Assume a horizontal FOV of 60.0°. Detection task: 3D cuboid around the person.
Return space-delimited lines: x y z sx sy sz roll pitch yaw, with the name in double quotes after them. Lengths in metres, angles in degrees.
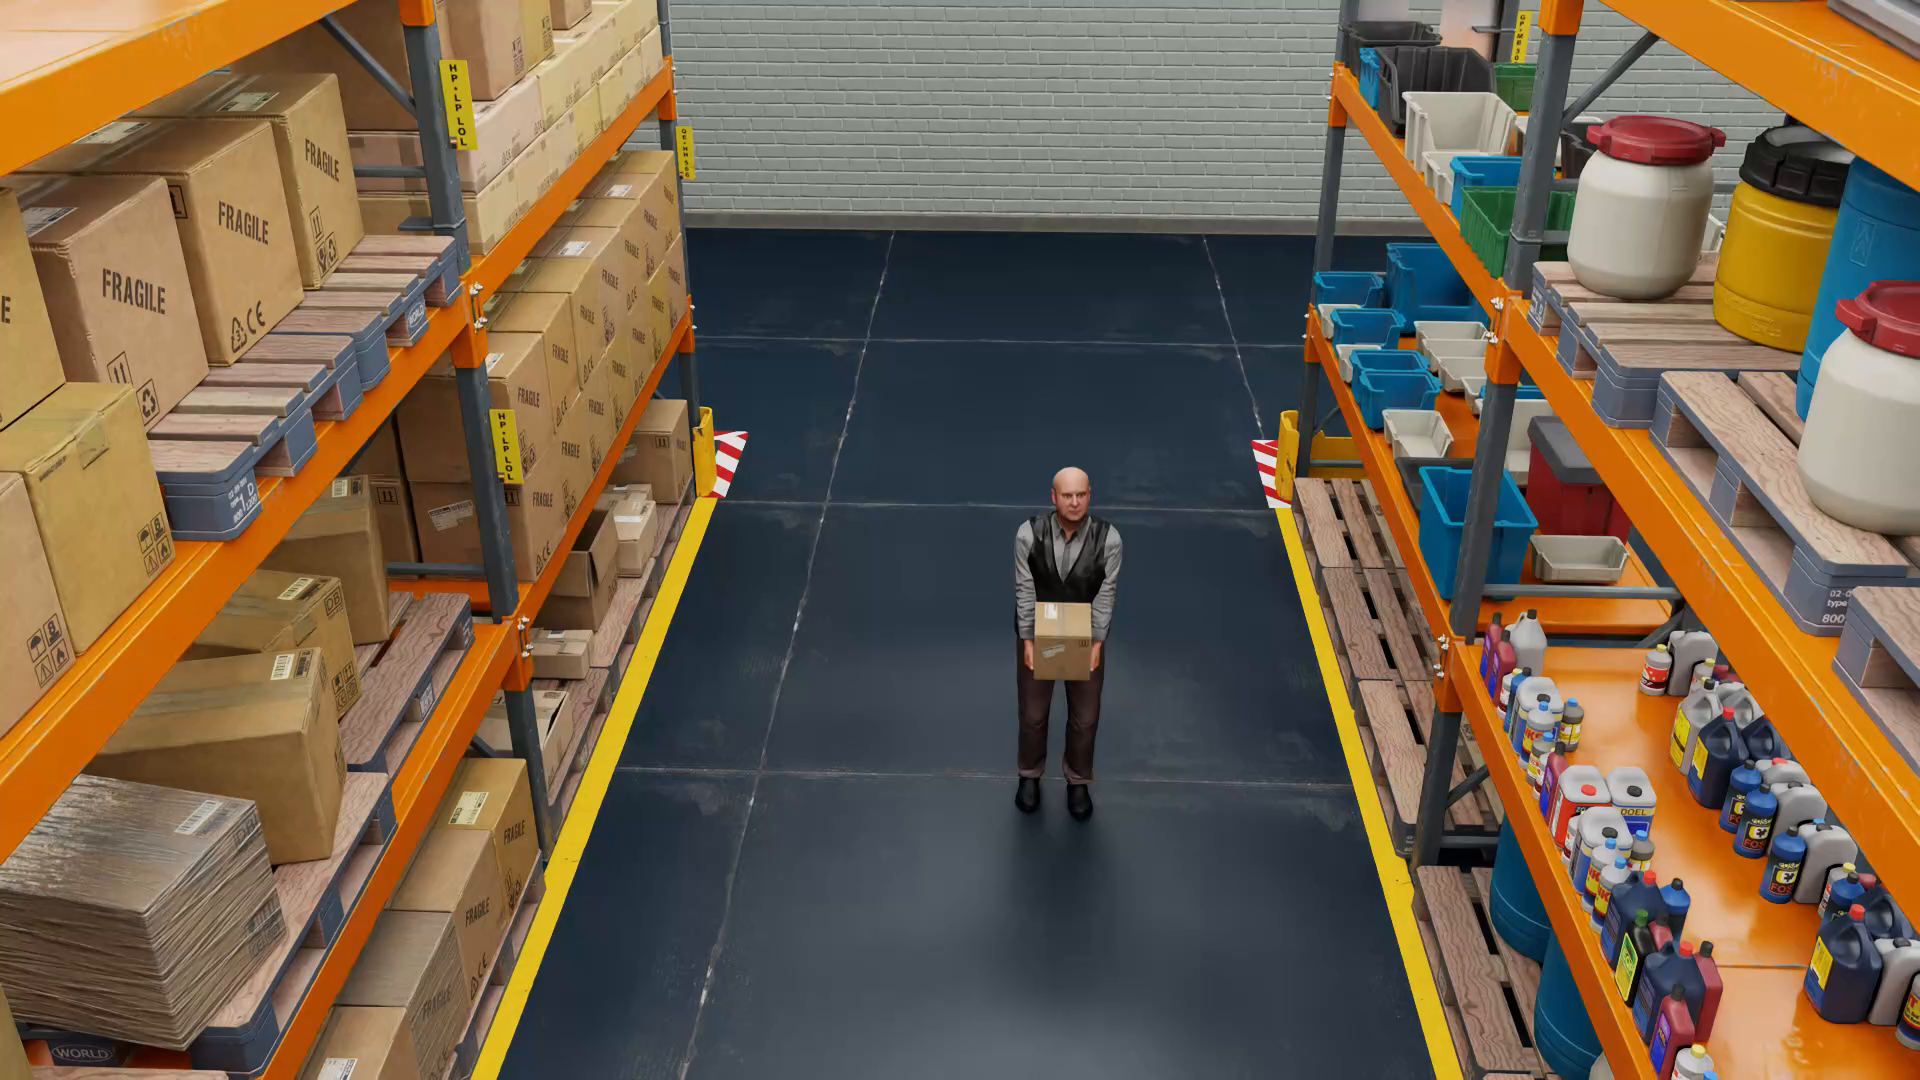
0.487 0.512 7.686 0.494 1.711 0.551 1 28 3 "person"
